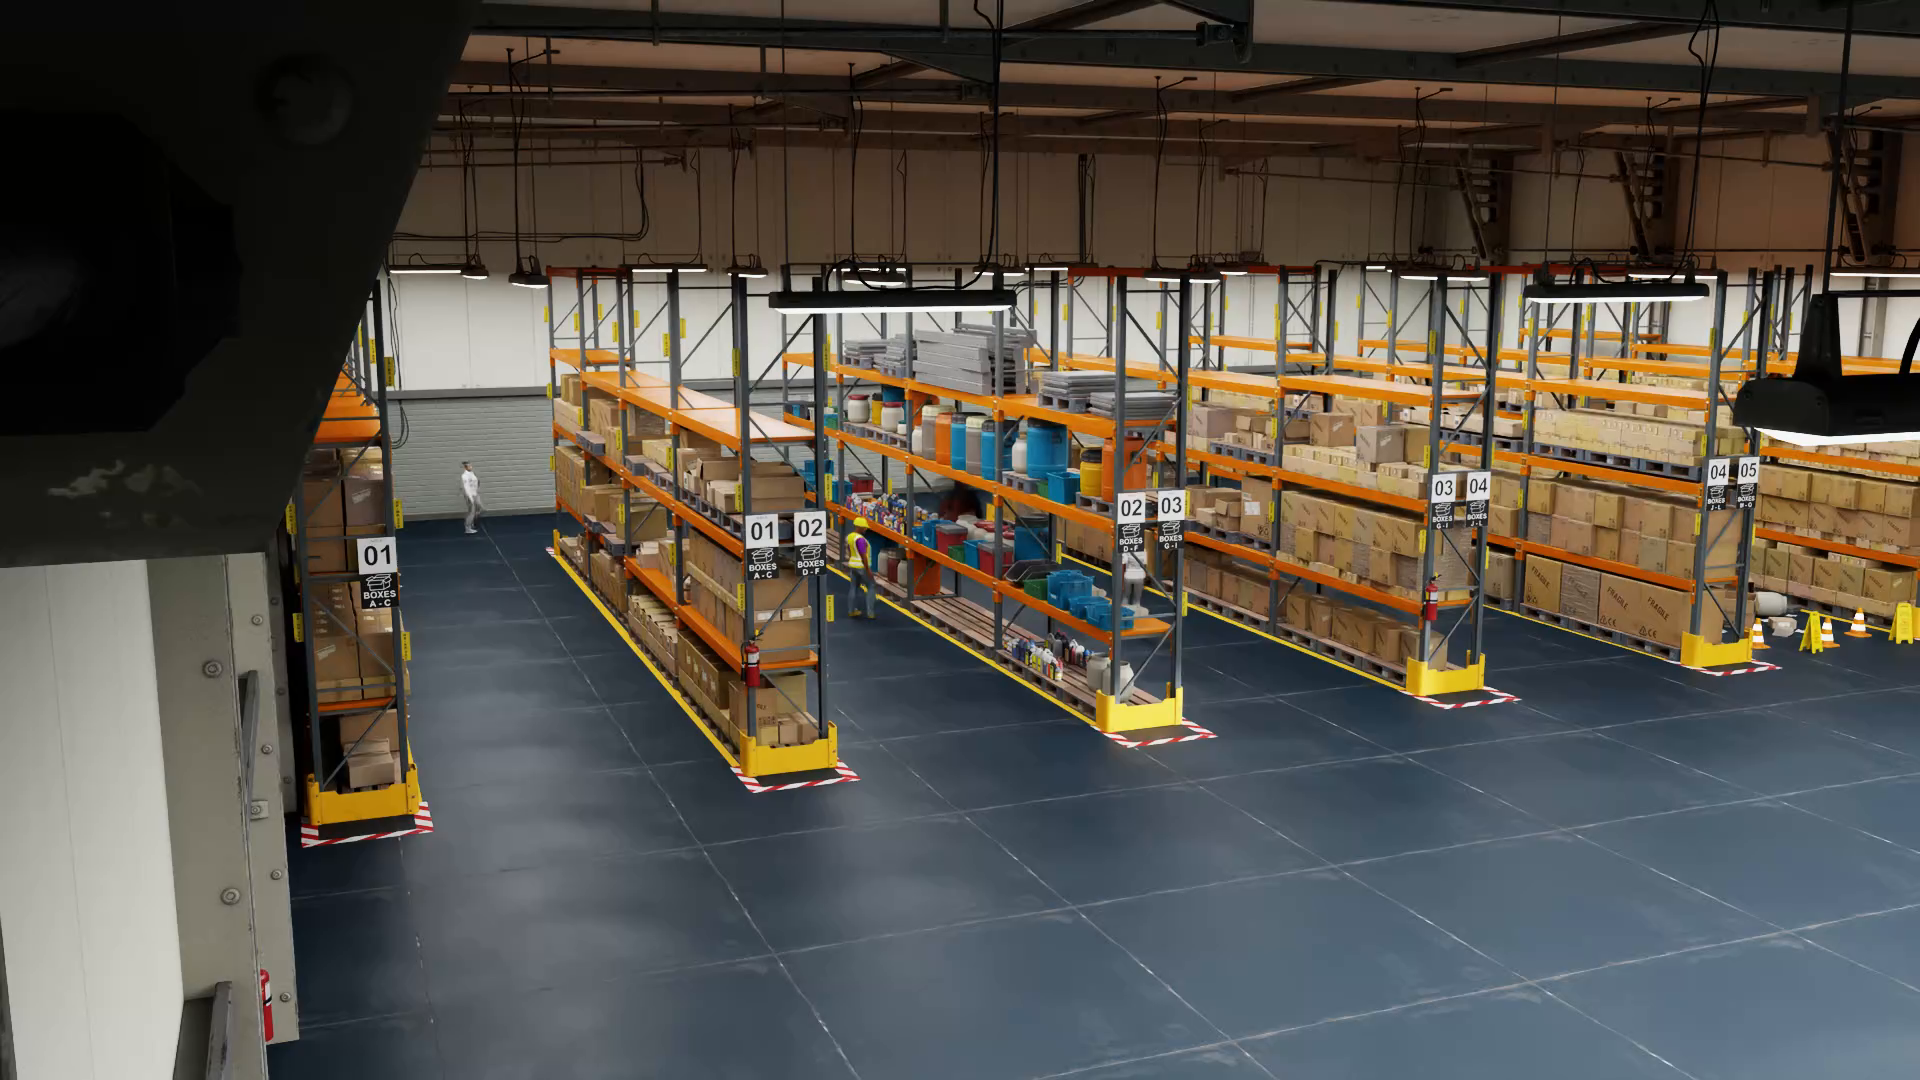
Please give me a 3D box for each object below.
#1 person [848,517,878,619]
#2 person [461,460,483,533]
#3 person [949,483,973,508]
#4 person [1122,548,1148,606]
[{"bbox_3d":[-1.684,0.479,28.751,0.466,1.764,0.635,-8,13,-39],"label":"person"},{"bbox_3d":[-10.953,-0.977,37.363,0.416,1.659,0.507,-2,10,-10],"label":"person"},{"bbox_3d":[0.080,-0.293,33.197,0.622,1.718,1.001,-6,12,-31],"label":"person"},{"bbox_3d":[2.912,0.682,27.840,0.431,1.670,0.451,3,10,14],"label":"person"}]
